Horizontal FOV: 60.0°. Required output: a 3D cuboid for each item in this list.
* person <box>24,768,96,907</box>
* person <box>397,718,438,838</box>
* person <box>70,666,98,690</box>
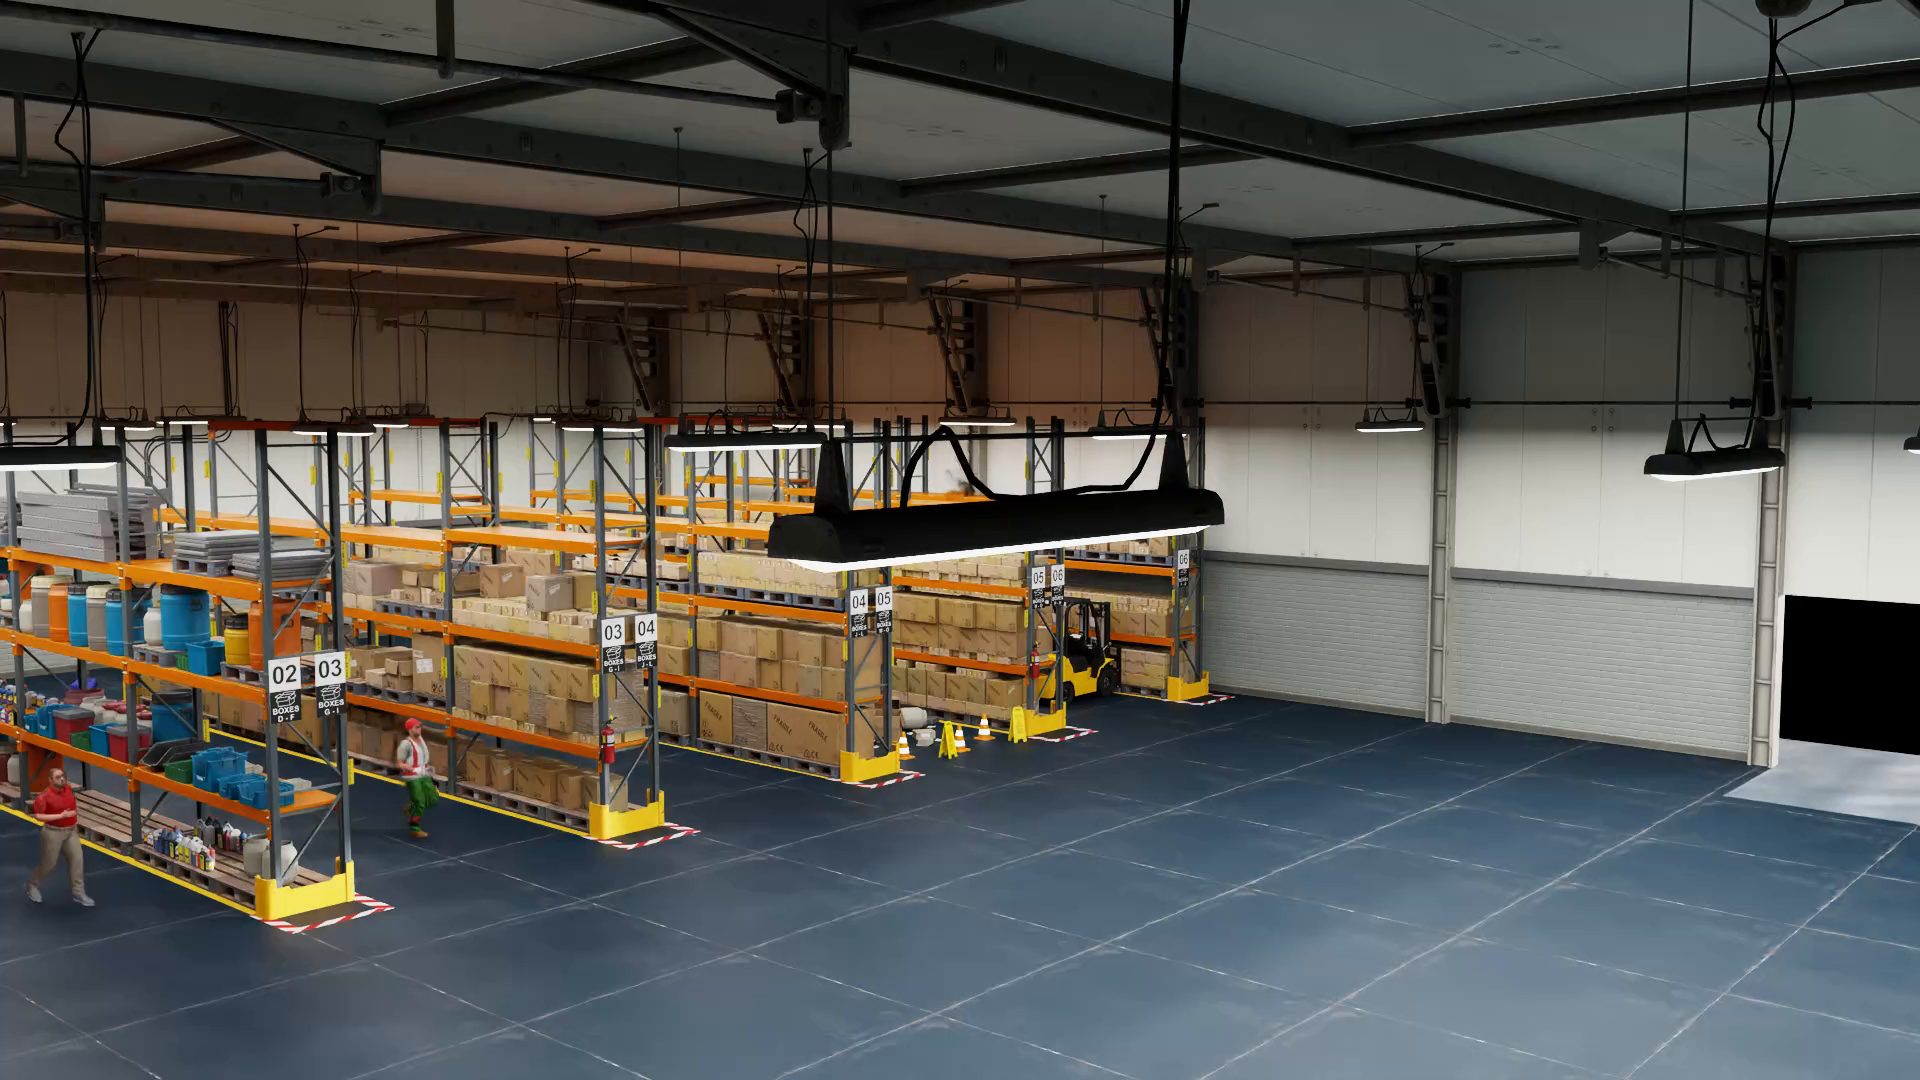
[{"bbox_3d":[-11.311,3.714,20.863,0.980,1.726,0.680,2,5,21],"label":"person"},{"bbox_3d":[-7.908,3.456,24.199,0.596,1.741,0.656,2,5,19],"label":"person"},{"bbox_3d":[-15.673,3.047,29.837,0.528,1.607,0.556,3,6,36],"label":"person"}]
